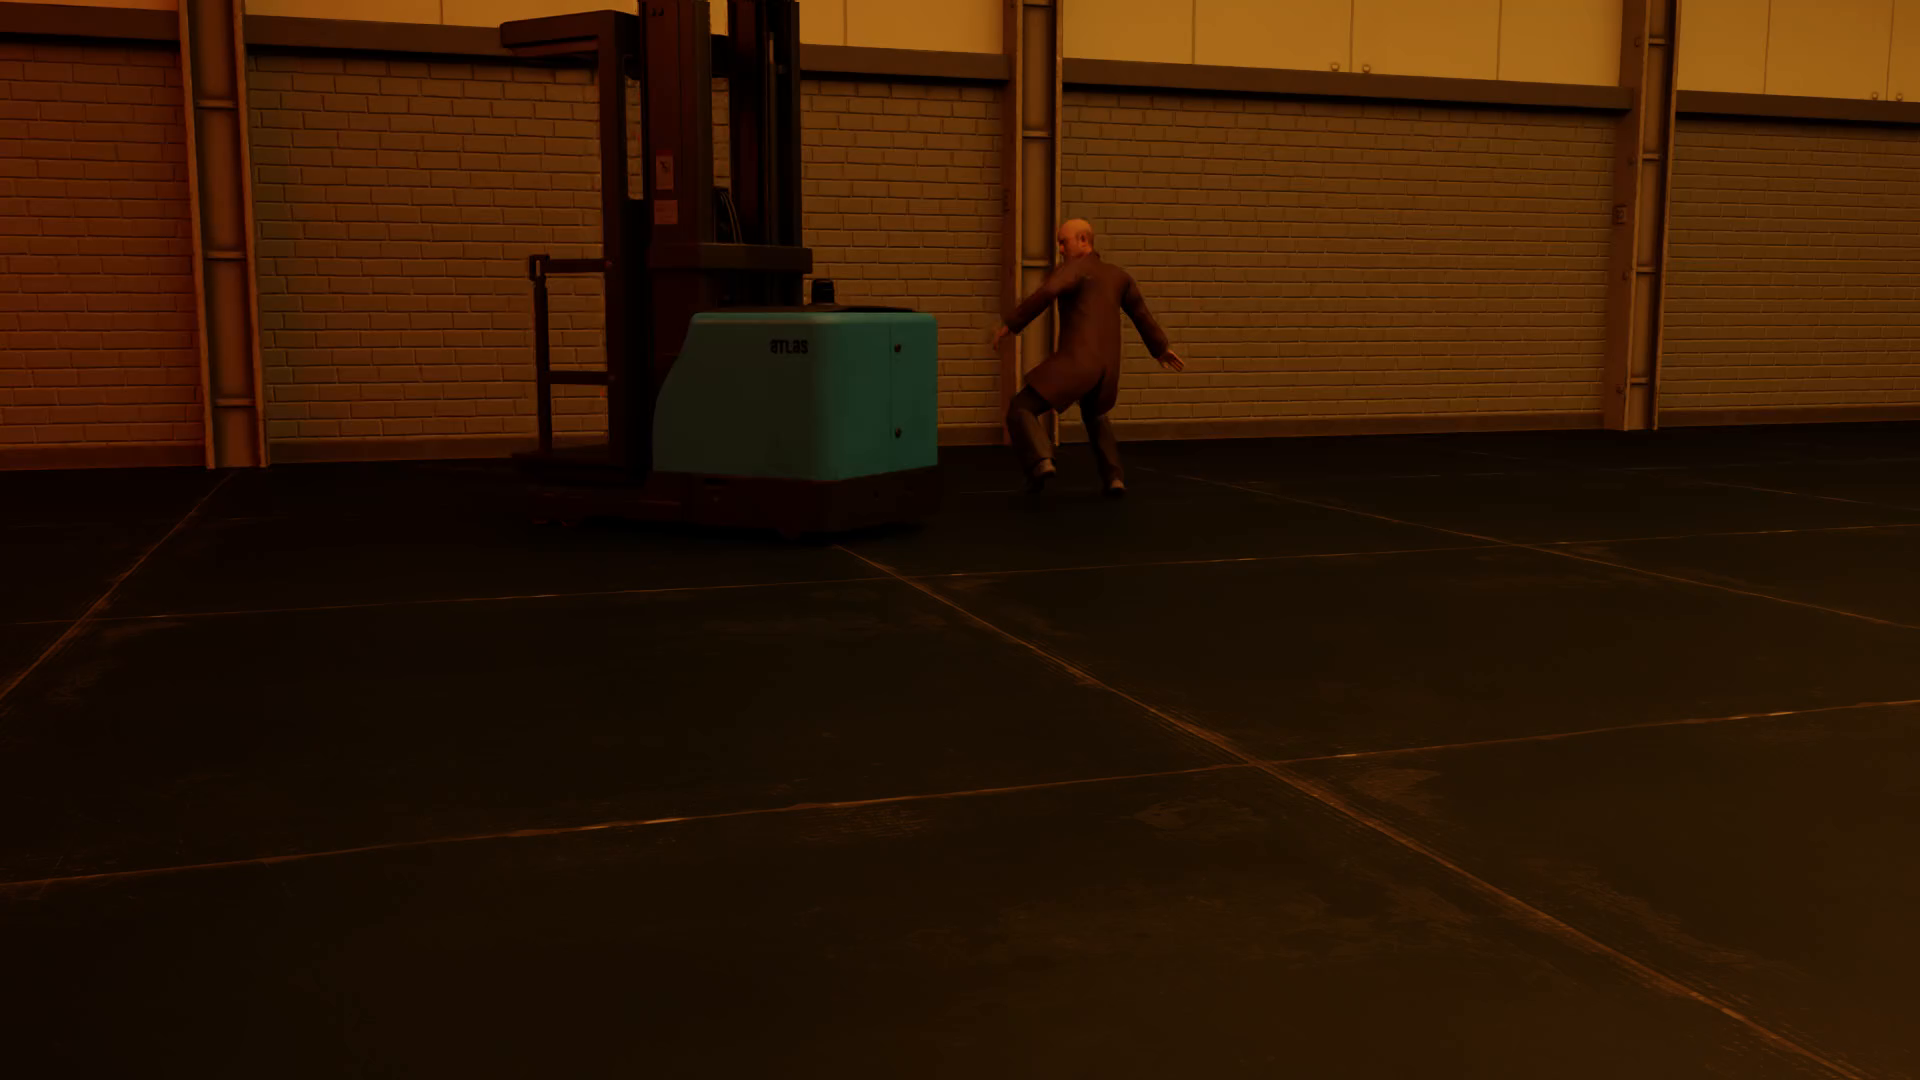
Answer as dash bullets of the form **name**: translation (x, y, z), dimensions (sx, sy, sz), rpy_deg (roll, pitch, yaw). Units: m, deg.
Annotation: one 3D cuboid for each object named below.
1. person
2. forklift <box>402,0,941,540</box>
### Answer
- **person**: translation (0.756, -0.997, 9.574), dimensions (1.222, 1.682, 0.567), rpy_deg (-7, 10, -40)
- **forklift**: translation (-1.630, -1.573, 8.613), dimensions (3.031, 2.935, 1.130), rpy_deg (4, 9, 30)
